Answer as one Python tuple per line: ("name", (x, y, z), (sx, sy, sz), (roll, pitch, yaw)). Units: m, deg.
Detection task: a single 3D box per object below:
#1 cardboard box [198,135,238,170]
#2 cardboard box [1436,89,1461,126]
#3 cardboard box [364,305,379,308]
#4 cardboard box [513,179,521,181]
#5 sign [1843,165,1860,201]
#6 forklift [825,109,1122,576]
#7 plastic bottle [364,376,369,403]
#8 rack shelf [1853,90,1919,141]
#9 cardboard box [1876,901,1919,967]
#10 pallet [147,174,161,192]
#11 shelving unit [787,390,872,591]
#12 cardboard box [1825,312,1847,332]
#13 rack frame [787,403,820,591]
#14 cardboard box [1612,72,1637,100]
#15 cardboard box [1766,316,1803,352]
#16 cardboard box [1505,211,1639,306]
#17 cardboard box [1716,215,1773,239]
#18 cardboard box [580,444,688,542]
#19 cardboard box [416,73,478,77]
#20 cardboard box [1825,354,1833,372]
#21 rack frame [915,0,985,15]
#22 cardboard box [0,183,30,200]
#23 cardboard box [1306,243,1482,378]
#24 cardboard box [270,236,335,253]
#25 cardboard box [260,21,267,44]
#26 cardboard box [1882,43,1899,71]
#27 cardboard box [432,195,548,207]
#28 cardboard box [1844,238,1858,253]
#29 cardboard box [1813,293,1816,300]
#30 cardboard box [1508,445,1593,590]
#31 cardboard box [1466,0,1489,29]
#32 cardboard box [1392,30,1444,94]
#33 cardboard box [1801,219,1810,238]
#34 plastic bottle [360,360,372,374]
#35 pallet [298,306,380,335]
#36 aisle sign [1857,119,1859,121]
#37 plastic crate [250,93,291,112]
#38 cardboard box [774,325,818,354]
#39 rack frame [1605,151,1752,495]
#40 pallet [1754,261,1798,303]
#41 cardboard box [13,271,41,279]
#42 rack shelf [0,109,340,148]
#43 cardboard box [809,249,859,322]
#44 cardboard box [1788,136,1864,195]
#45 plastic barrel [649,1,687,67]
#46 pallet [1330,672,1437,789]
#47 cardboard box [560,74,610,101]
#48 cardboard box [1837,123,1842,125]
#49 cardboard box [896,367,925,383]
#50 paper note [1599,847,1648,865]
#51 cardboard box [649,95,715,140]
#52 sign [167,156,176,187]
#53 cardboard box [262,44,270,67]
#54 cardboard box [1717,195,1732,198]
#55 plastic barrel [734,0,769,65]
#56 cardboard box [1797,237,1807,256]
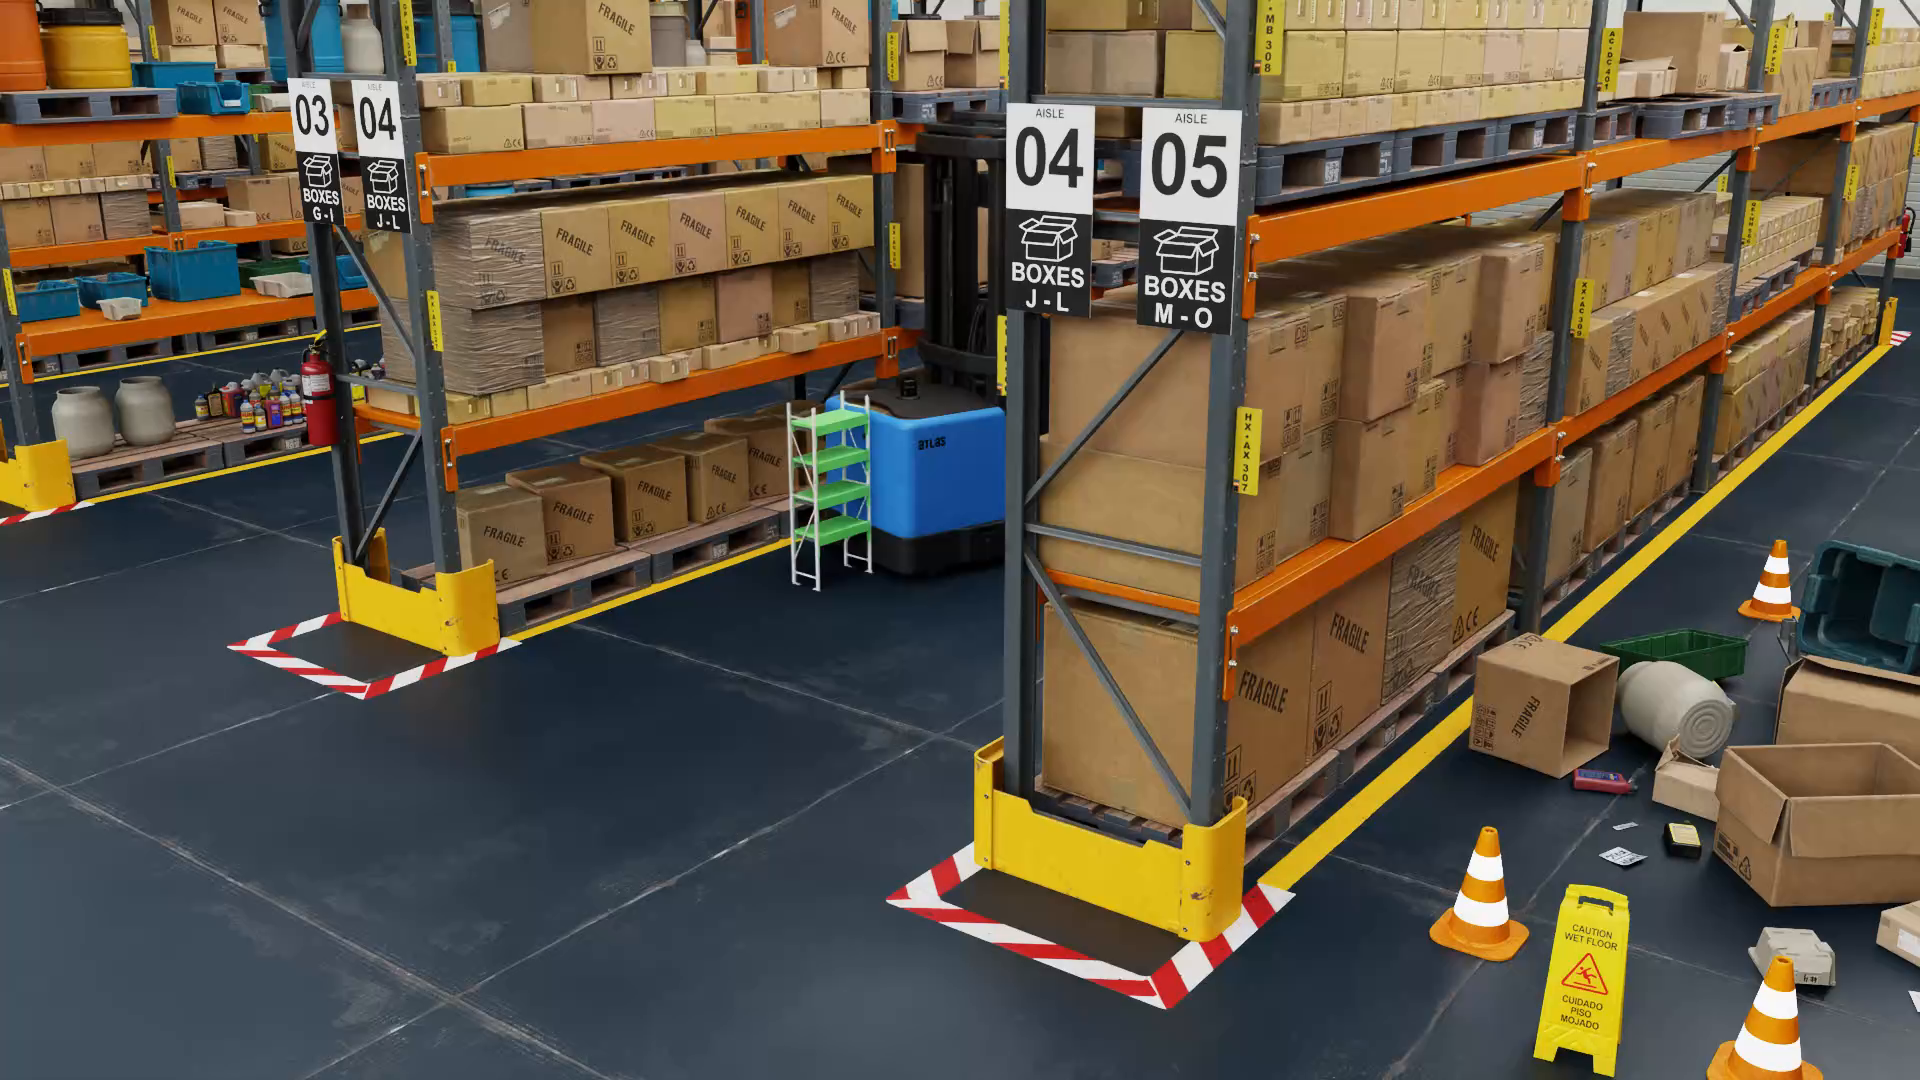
("cardboard box", (-10.742, -5.553, 23.657), (0.700, 0.500, 0.500), (10, 20, 28))
("cardboard box", (1.986, -1.924, 7.371), (0.380, 0.149, 0.250), (13, 21, 35))
("cardboard box", (-7.213, -3.011, 20.309), (0.500, 0.250, 0.500), (13, 21, 36))
("cardboard box", (-6.204, -4.953, 21.757), (0.700, 0.500, 0.500), (5, 18, 16))
("sign", (8.219, -3.291, 15.331), (0.100, 0.325, 0.005), (12, 21, 35))
("forklift", (0.565, -1.488, 11.593), (3.031, 2.935, 1.130), (-12, 21, -34))
("plastic bottle", (-5.227, -1.322, 14.782), (0.061, 0.283, 0.133), (14, 22, 38))
("rack shelf", (8.963, -4.400, 17.011), (1.077, 0.370, 4.000), (12, 21, 35))
("cardboard box", (3.815, 1.566, 6.449), (0.250, 0.149, 0.380), (-7, 19, -22))
("pallet", (-11.616, -4.838, 22.590), (1.003, 0.211, 1.213), (12, 21, 35))
("shelving unit", (-0.838, -0.323, 10.760), (0.258, 1.200, 0.503), (14, 22, 38))
("cardboard box", (8.820, -2.240, 16.995), (0.380, 0.149, 0.250), (13, 21, 36))
("rack frame", (-0.995, -0.268, 10.582), (0.240, 1.200, 0.015), (14, 22, 38))
("cardboard box", (3.822, -2.694, 9.849), (0.250, 0.149, 0.380), (12, 21, 35))
("cardboard box", (7.213, -1.858, 14.911), (0.500, 0.250, 0.500), (14, 22, 37))
("cardboard box", (3.902, -1.817, 10.684), (0.700, 0.500, 0.500), (13, 21, 35))
("cardboard box", (6.444, -2.573, 13.683), (0.380, 0.149, 0.250), (14, 22, 37))
("cardboard box", (-2.200, -0.324, 11.237), (0.500, 0.500, 0.500), (15, 23, 40))
("cardboard box", (-3.063, -2.676, 9.826), (0.380, 0.149, 0.250), (11, 21, 32))
("cardboard box", (8.405, -1.767, 16.476), (0.380, 0.149, 0.250), (13, 22, 36))
("rack frame", (-0.130, -7.476, 20.644), (1.000, 3.000, 0.127), (12, 21, 35))
("cardboard box", (-9.620, -3.534, 16.805), (0.380, 0.149, 0.250), (13, 22, 36))
("cardboard box", (2.091, -1.179, 8.410), (0.875, 0.550, 0.550), (12, 21, 35))
("cardboard box", (-9.926, -4.735, 24.849), (0.750, 0.750, 0.750), (12, 21, 34))
("cardboard box", (-10.232, -7.223, 23.976), (0.700, 0.500, 0.500), (11, 20, 30))
("cardboard box", (8.862, -4.742, 16.309), (0.500, 0.250, 0.500), (13, 21, 36))
("cardboard box", (-2.880, -1.840, 10.254), (0.500, 0.500, 0.500), (12, 21, 35))
("cardboard box", (8.783, -2.984, 16.720), (0.380, 0.149, 0.250), (13, 21, 36))
("cardboard box", (9.502, -2.759, 18.667), (0.380, 0.149, 0.250), (13, 21, 36))
("cardboard box", (3.302, -0.220, 10.478), (1.050, 0.750, 0.750), (12, 21, 34))
("cardboard box", (2.138, -2.366, 7.450), (0.380, 0.149, 0.250), (13, 21, 35))
("cardboard box", (1.716, -2.039, 7.069), (0.500, 0.250, 0.500), (12, 21, 34))
("cardboard box", (7.386, -2.807, 14.937), (0.380, 0.149, 0.250), (14, 22, 37))
("plastic bottle", (-5.523, -1.519, 15.417), (0.061, 0.283, 0.133), (12, 21, 35))
("pallet", (-7.738, -2.724, 20.160), (1.003, 0.211, 1.213), (12, 21, 35))
("aisle sign", (9.957, -5.100, 18.724), (0.394, 0.787, 0.004), (12, 21, 35))
("plastic crate", (-5.528, -3.558, 13.531), (0.243, 0.136, 0.396), (12, 21, 35))
("cardboard box", (-1.224, -1.421, 11.686), (0.380, 0.149, 0.250), (12, 21, 35))
("rack frame", (5.388, -1.882, 12.748), (1.000, 3.000, 0.127), (12, 21, 35))
("pallet", (6.534, -2.269, 14.318), (1.003, 0.211, 1.213), (12, 21, 35))
("cardboard box", (-9.996, -2.534, 17.509), (0.500, 0.500, 0.500), (12, 21, 35))
("rack shelf", (-6.088, -3.318, 13.526), (1.077, 0.370, 4.000), (12, 21, 35))
("cardboard box", (-1.237, -1.924, 12.211), (0.875, 0.500, 0.500), (12, 21, 35))
("cardboard box", (8.236, -3.567, 15.816), (0.500, 0.500, 0.500), (13, 22, 36))
("plastic barrel", (-3.177, -5.173, 17.440), (0.600, 0.901, 0.600), (0, 17, 0))
("pallet", (1.762, 0.861, 8.615), (1.003, 0.211, 1.213), (12, 21, 35))
("cardboard box", (-2.301, -2.689, 9.869), (0.380, 0.149, 0.250), (12, 21, 35))
("cardboard box", (9.378, -4.274, 18.092), (0.500, 0.500, 0.500), (13, 22, 36))
("cardboard box", (-0.236, -1.099, 13.699), (0.700, 0.500, 0.500), (12, 21, 34))
("paper note", (2.894, 1.378, 7.257), (0.142, 0.017, 0.144), (-11, 20, -32))
("cardboard box", (-1.901, -2.674, 10.490), (0.500, 0.250, 0.500), (13, 22, 36))
("sign", (-8.426, -3.935, 17.765), (0.100, 0.325, 0.005), (12, 21, 35))
("cardboard box", (-7.684, -5.588, 19.166), (0.500, 0.250, 0.500), (10, 20, 30))
("cardboard box", (7.006, -3.120, 15.444), (0.380, 0.149, 0.250), (13, 22, 36))
("plastic barrel", (-2.173, -5.631, 18.329), (0.600, 0.830, 0.708), (12, 21, 35))
("cardboard box", (7.389, -2.665, 14.984), (0.380, 0.149, 0.250), (12, 21, 35))
